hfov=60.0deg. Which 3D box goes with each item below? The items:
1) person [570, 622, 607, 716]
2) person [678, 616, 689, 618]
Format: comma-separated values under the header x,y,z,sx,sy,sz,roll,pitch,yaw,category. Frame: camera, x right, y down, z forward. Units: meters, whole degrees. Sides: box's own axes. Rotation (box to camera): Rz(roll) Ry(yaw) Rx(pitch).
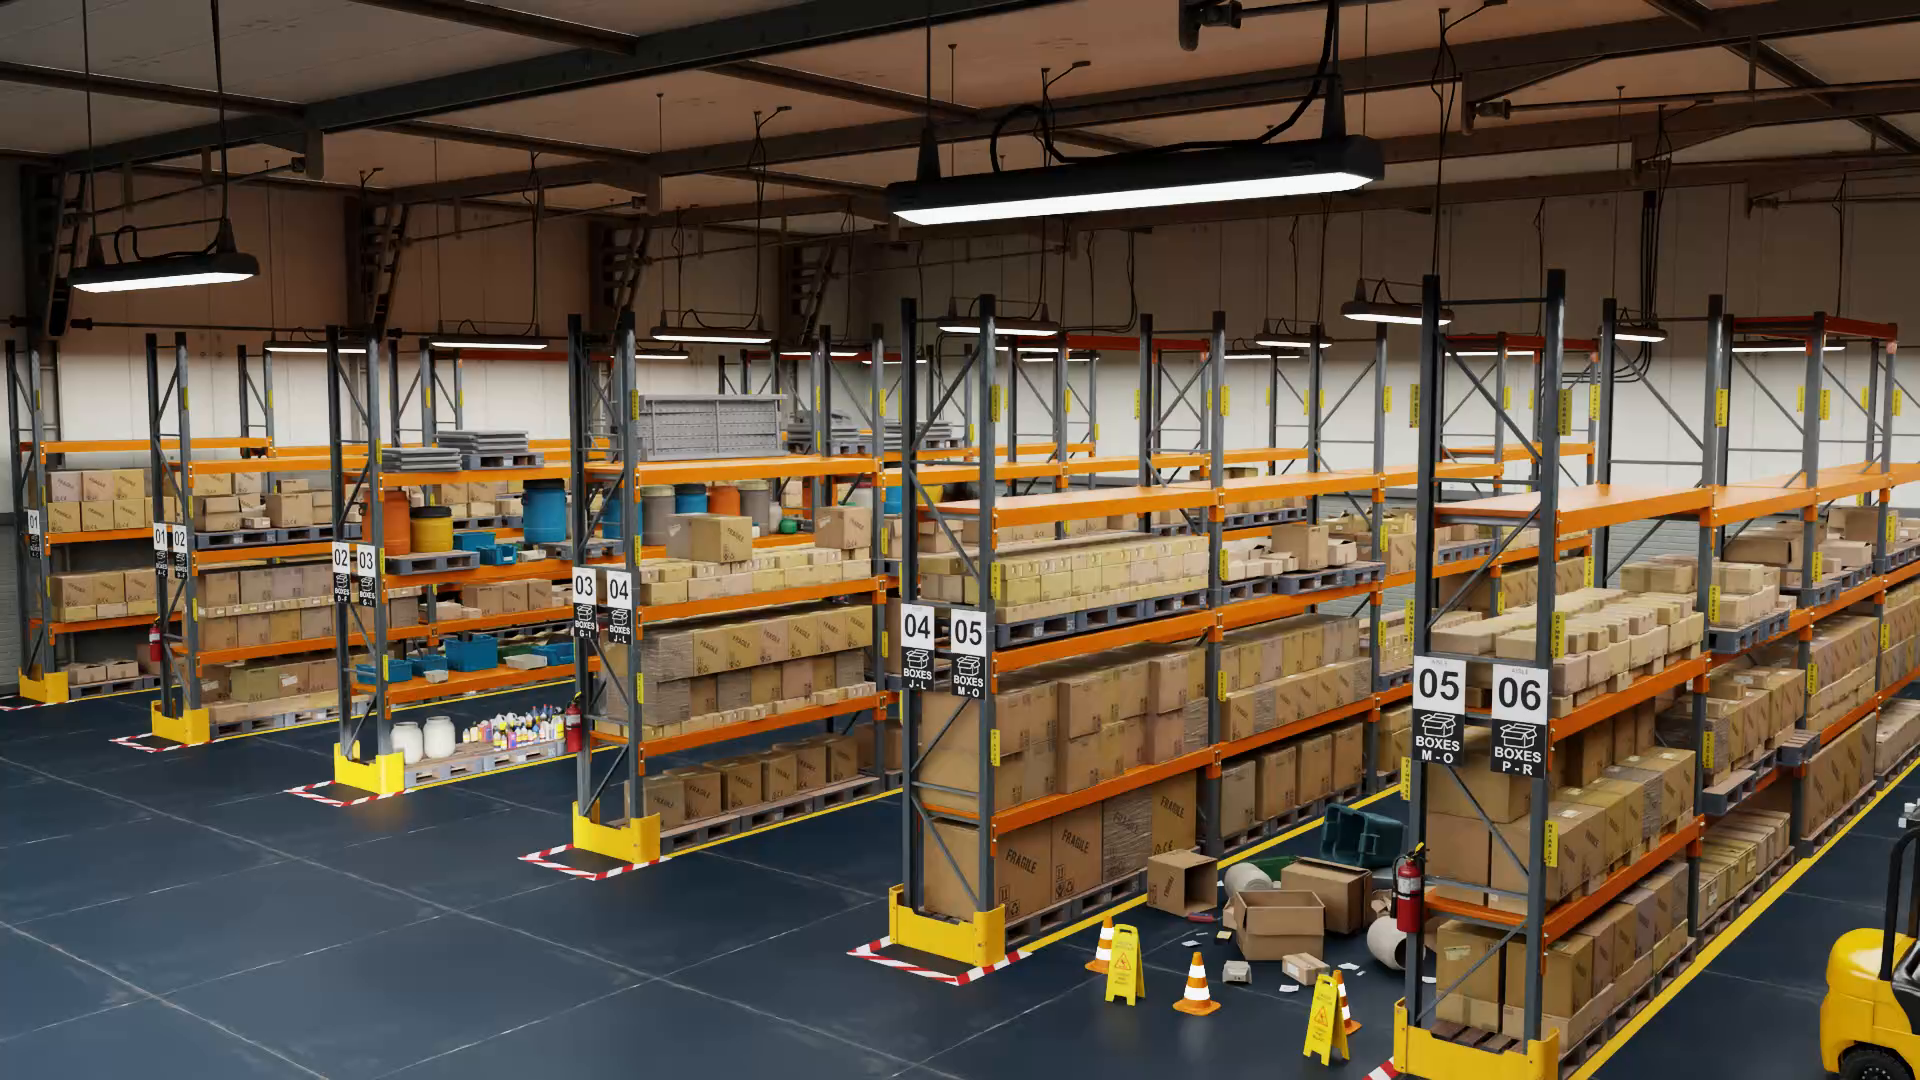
x,y,z,sx,sy,sz,roll,pitch,yaw,category
-5.804,1.930,26.214,0.681,1.779,0.579,-2,6,-22,person
-4.944,1.592,30.299,0.494,1.676,0.848,3,6,33,person
